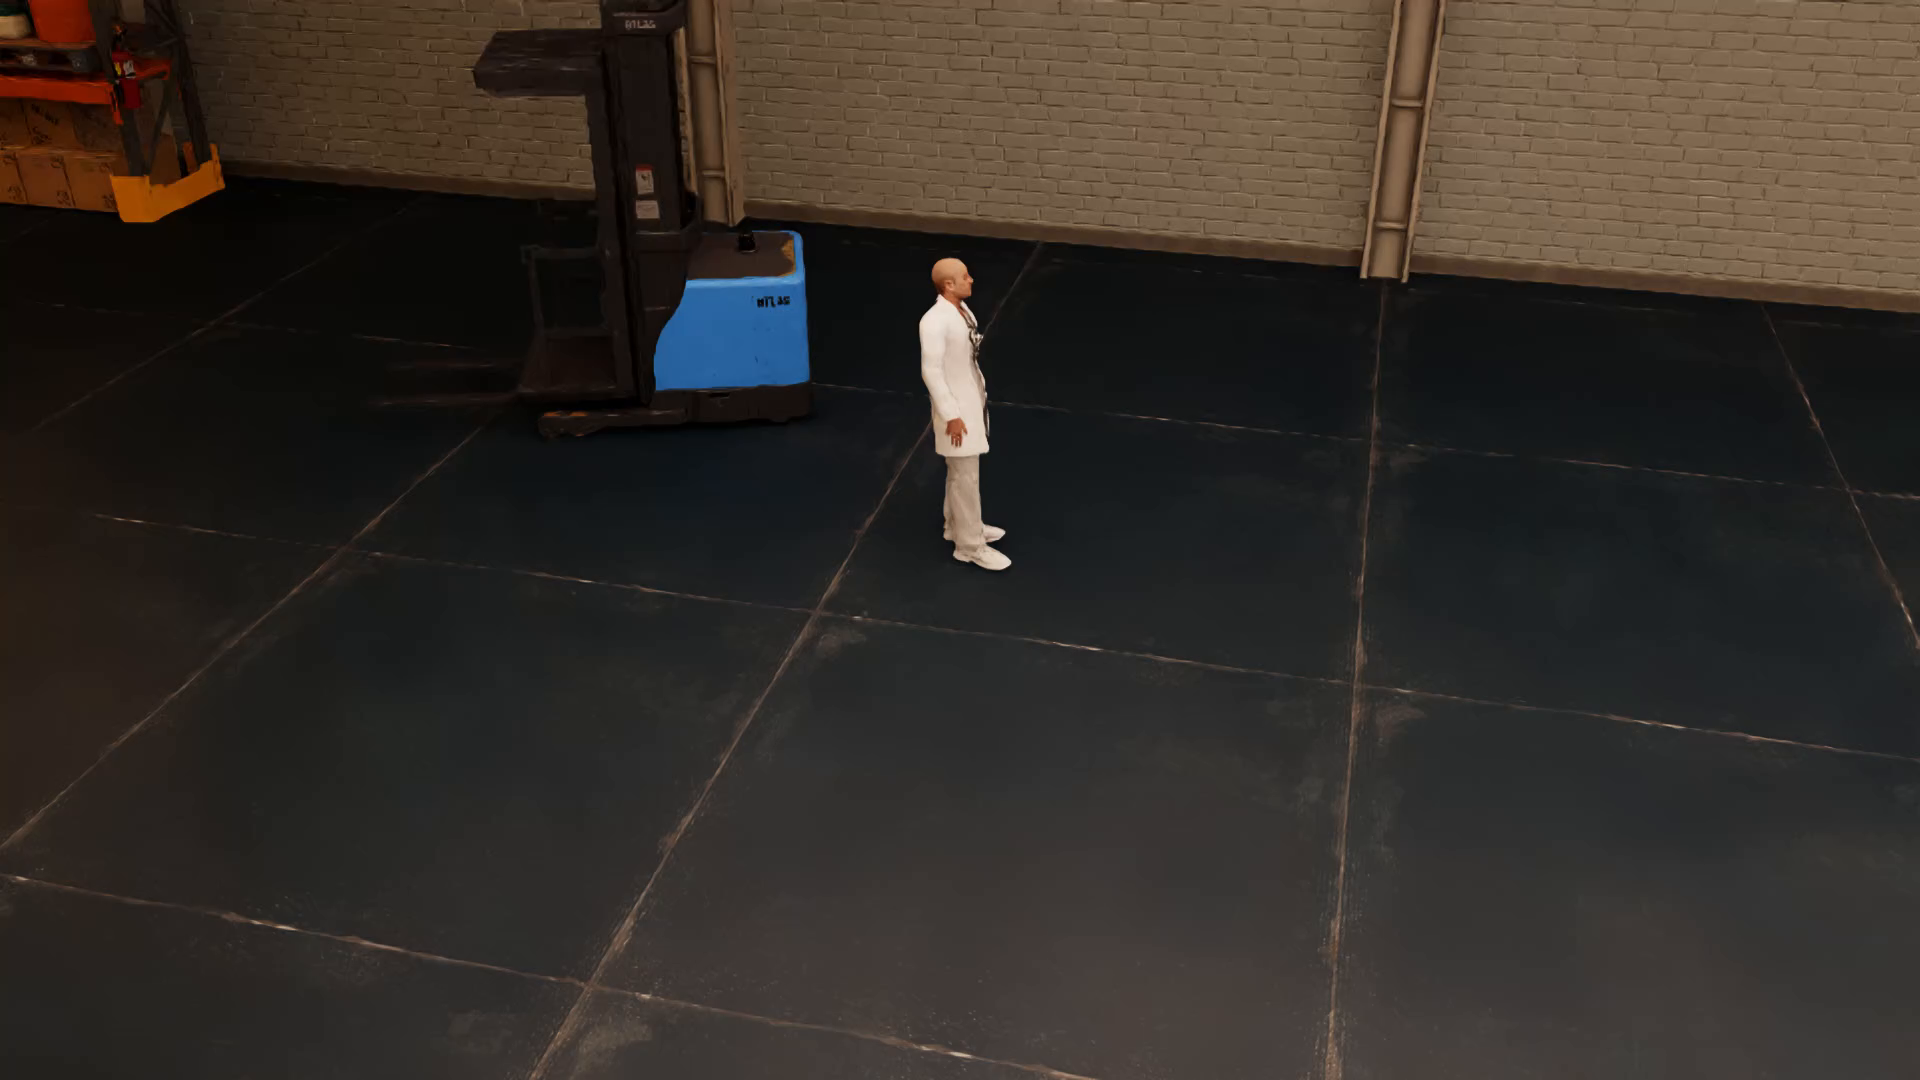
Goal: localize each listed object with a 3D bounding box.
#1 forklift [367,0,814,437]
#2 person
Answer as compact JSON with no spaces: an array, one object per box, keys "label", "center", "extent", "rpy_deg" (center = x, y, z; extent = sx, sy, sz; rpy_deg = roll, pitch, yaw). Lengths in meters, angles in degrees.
[{"label":"forklift","center":[-2.574,-2.252,11.145],"extent":[3.031,2.935,1.130],"rpy_deg":[-3,30,-5]},{"label":"person","center":[0.087,-0.767,9.679],"extent":[0.579,1.776,0.694],"rpy_deg":[7,30,12]}]
